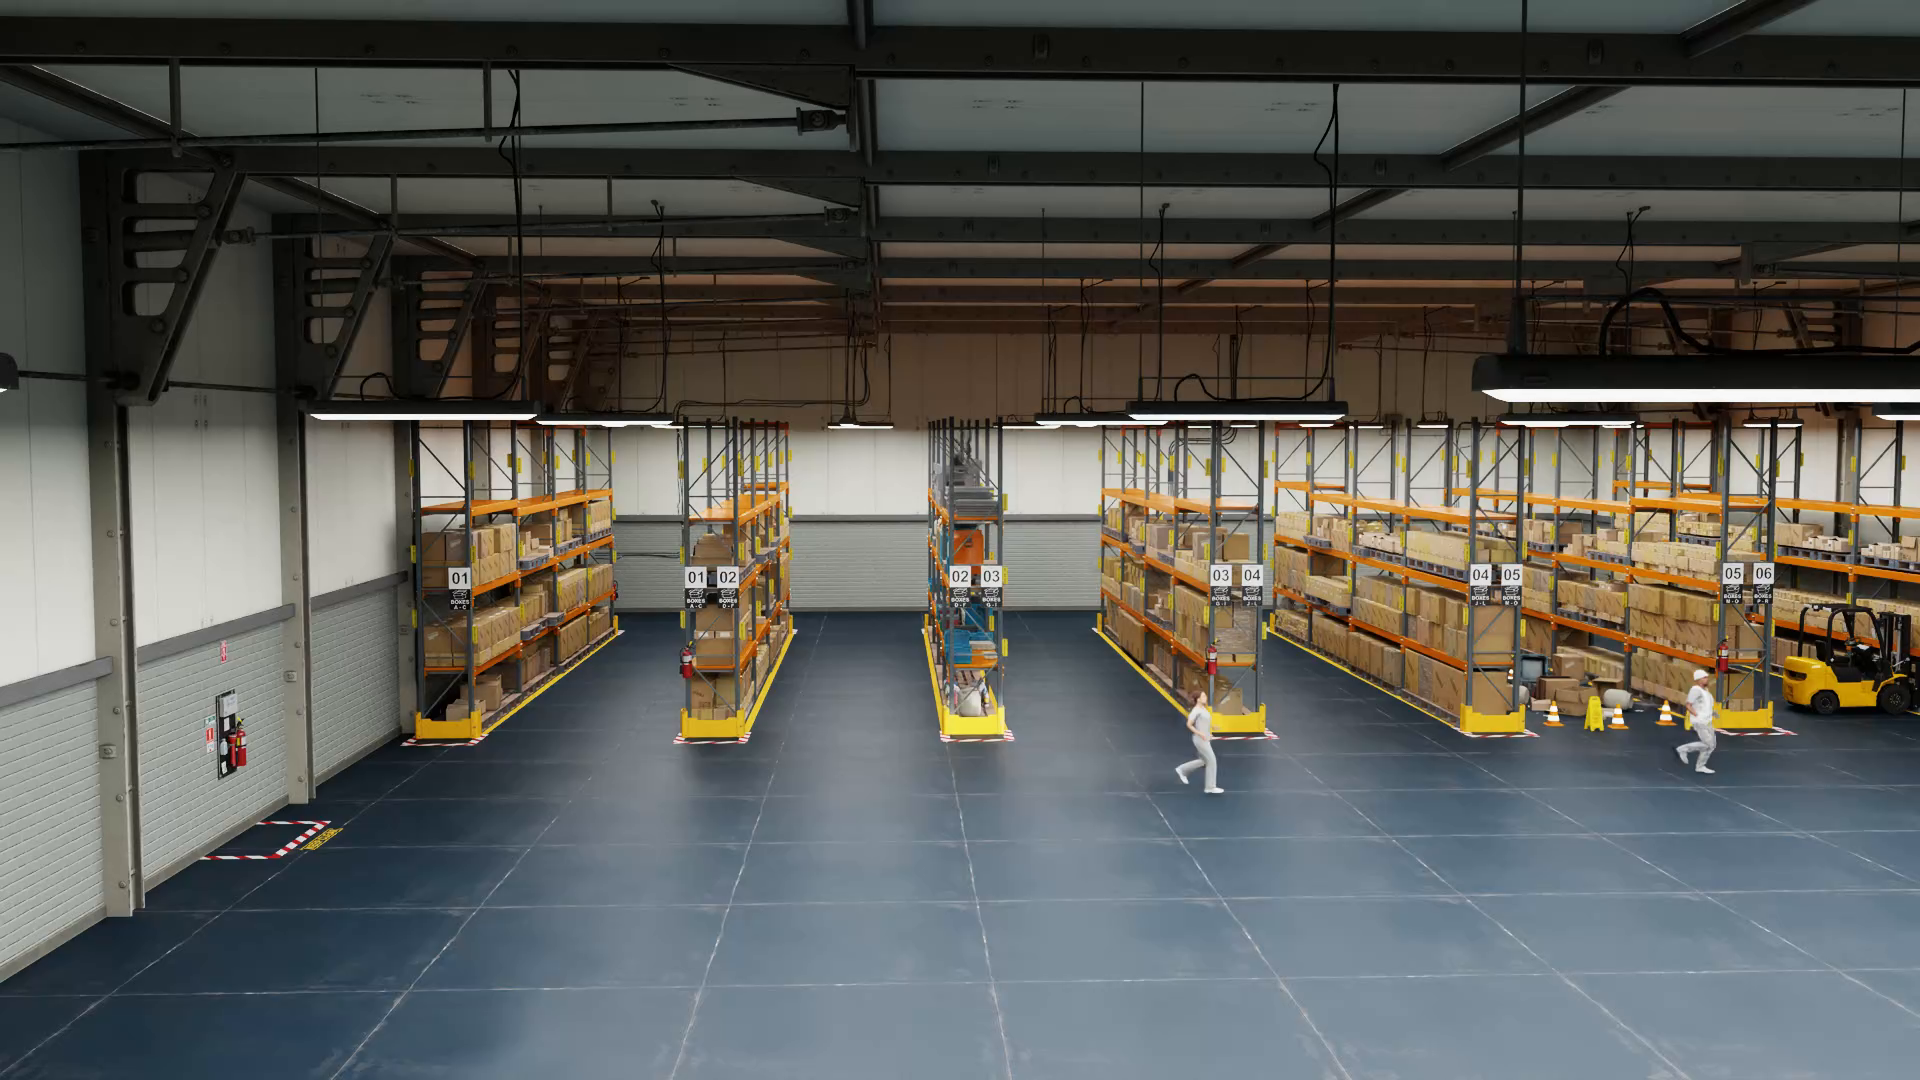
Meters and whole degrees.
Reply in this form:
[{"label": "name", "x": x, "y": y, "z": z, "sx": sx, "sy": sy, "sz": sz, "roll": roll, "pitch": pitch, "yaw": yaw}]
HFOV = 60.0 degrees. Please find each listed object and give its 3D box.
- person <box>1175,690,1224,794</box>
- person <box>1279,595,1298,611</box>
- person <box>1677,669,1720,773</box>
[{"label": "person", "x": 3.790, "y": 3.182, "z": 26.355, "sx": 0.802, "sy": 1.635, "sz": 0.575, "roll": 2, "pitch": 4, "yaw": 23}, {"label": "person", "x": 9.642, "y": 1.629, "z": 49.164, "sx": 0.951, "sy": 1.710, "sz": 0.753, "roll": 3, "pitch": 5, "yaw": 41}, {"label": "person", "x": 12.400, "y": 3.036, "z": 27.924, "sx": 0.605, "sy": 1.735, "sz": 0.686, "roll": 3, "pitch": 5, "yaw": 38}]
